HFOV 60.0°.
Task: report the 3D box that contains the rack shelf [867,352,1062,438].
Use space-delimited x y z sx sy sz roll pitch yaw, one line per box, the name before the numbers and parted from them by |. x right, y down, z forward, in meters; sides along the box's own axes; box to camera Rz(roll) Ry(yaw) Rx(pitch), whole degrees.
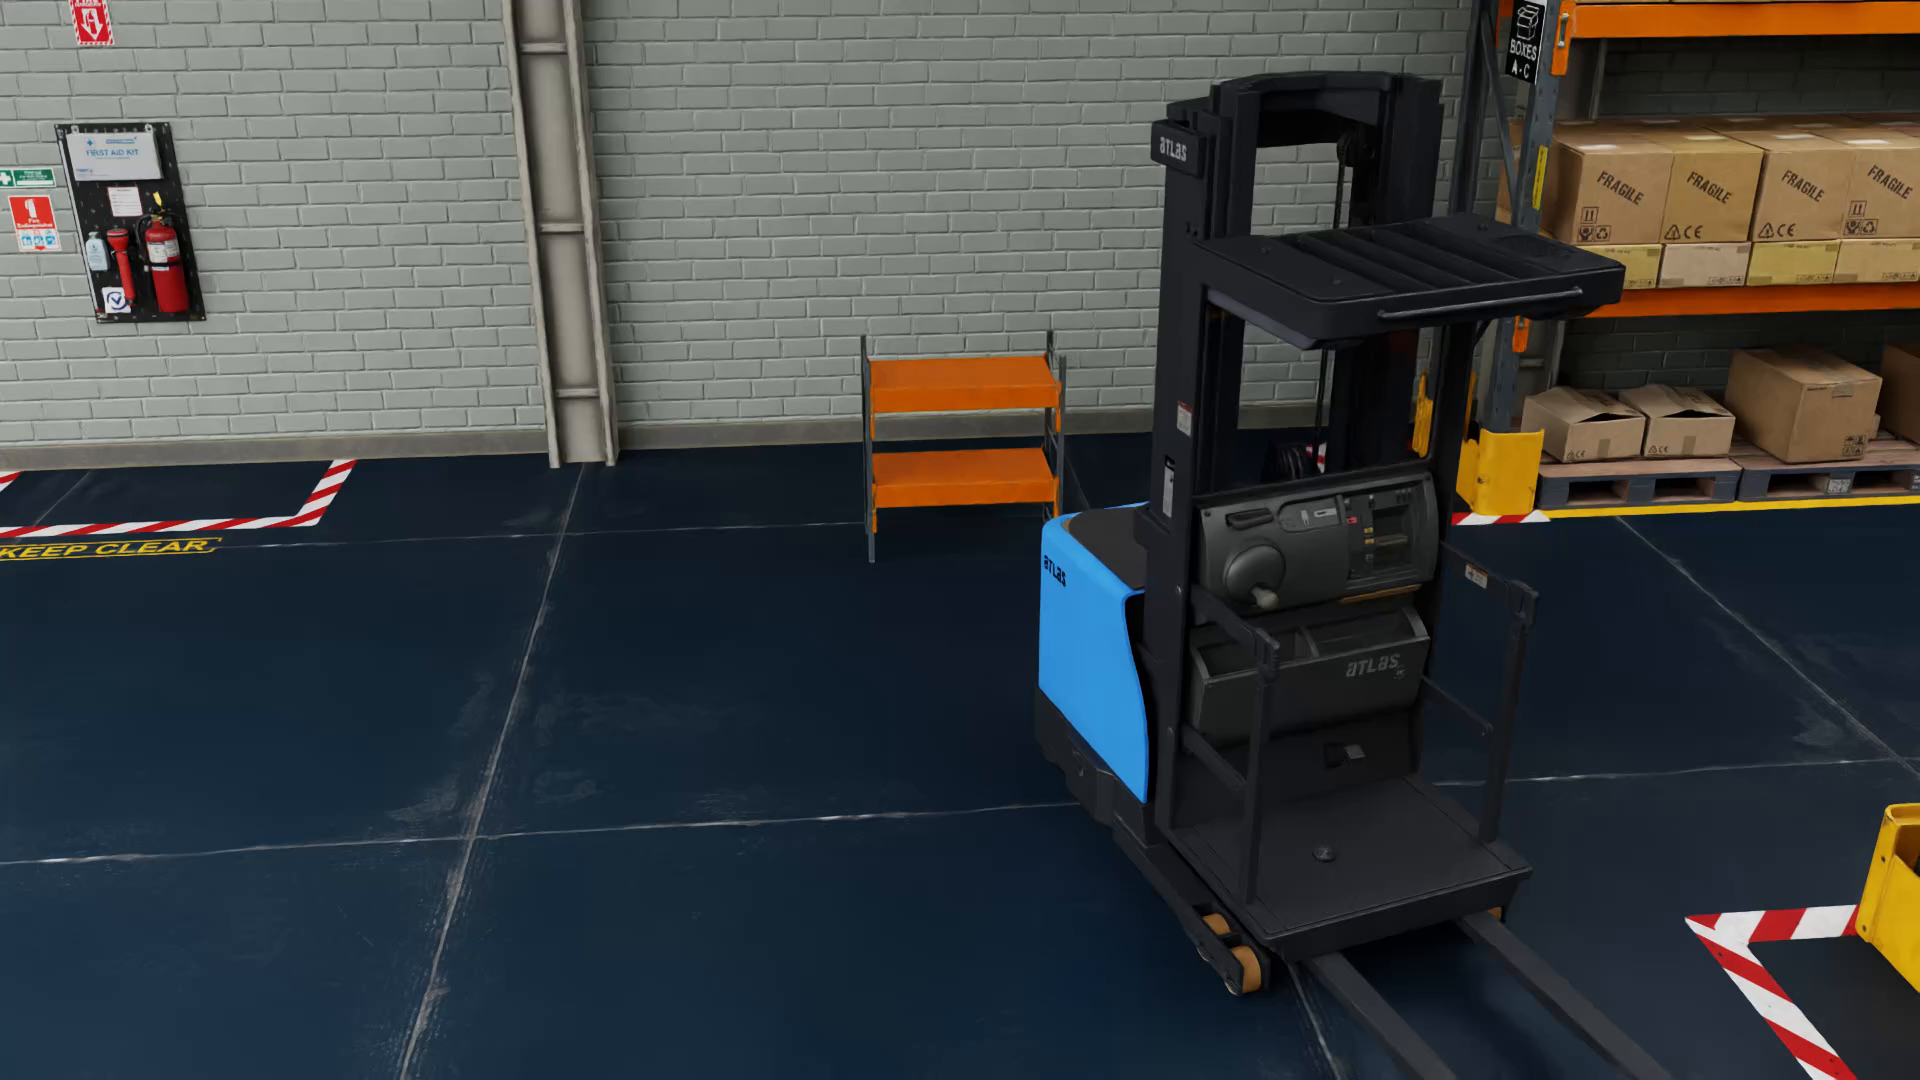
rack shelf | 0.007 -0.782 8.903 1.000 0.278 0.538 -2 24 -5

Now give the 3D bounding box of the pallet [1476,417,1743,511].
pallet | 3.904 -0.492 10.097 1.213 0.211 1.003 -2 24 -5

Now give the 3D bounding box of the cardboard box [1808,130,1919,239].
cardboard box | 5.041 -1.985 9.260 0.500 0.500 0.500 -2 24 -3

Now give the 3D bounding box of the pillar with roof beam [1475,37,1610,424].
pillar with roof beam | 4.051 -3.124 5.200 0.400 9.000 9.100 -2 24 -5

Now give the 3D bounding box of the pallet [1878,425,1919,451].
pallet | 6.332 -0.590 10.317 1.213 0.211 1.003 -2 24 -5

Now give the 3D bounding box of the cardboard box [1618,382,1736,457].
cardboard box | 4.281 -0.732 9.972 0.500 0.311 0.500 0 24 -1

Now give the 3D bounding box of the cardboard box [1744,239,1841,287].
cardboard box | 4.556 -1.621 9.365 0.500 0.250 0.500 -3 24 -6

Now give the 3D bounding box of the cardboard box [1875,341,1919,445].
cardboard box | 5.968 -0.906 10.131 0.500 0.500 0.500 -4 24 -9

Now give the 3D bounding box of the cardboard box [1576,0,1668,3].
cardboard box | 3.374 -3.083 8.652 0.500 0.500 0.500 -2 24 -4

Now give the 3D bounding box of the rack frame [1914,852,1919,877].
rack frame | 3.507 0.257 4.979 0.127 3.000 1.000 -2 24 -5

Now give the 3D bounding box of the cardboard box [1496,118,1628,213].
cardboard box | 3.465 -2.133 9.593 0.500 0.500 0.500 -3 24 -6

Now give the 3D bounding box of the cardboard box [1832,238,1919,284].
cardboard box | 5.059 -1.641 9.408 0.500 0.250 0.500 -2 24 -5

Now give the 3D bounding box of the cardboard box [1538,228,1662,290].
cardboard box | 3.533 -1.577 9.265 0.500 0.250 0.500 -3 24 -7

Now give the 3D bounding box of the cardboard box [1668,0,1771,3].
cardboard box | 3.912 -3.090 8.668 0.500 0.500 0.500 -1 24 -2

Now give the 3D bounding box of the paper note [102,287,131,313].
paper note | -4.989 -1.418 9.833 0.142 0.148 0.016 -2 24 -5

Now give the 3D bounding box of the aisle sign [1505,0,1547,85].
aisle sign | 2.974 -2.809 8.676 0.004 0.787 0.394 -2 24 -5

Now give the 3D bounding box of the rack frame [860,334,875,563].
rack frame | -0.499 -0.494 8.976 0.032 1.125 0.500 -2 24 -5

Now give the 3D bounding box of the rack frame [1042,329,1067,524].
rack frame | 0.513 -0.535 9.068 0.032 1.125 0.500 -2 24 -5

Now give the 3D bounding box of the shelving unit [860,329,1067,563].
shelving unit | 0.007 -0.514 9.022 1.048 1.125 0.538 -2 24 -5

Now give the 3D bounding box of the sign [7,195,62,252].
sign | -5.366 -1.836 9.644 0.234 0.329 0.001 -2 24 -5

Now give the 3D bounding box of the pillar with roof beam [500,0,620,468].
pillar with roof beam | -1.920 -2.885 4.661 0.400 9.000 9.100 -2 24 -5

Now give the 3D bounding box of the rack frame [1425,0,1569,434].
rack frame | 3.016 -1.745 9.483 0.127 3.000 1.000 -2 24 -5

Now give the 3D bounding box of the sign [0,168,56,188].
sign | -5.361 -2.075 9.528 0.331 0.109 0.001 -2 24 -5

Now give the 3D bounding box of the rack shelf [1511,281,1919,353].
rack shelf | 5.007 -1.496 9.809 4.000 0.370 1.077 -2 24 -5

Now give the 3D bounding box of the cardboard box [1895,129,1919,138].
cardboard box | 5.559 -2.006 9.308 0.500 0.500 0.500 -3 24 -7

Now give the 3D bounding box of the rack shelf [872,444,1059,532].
rack shelf | 0.007 -0.291 9.121 1.000 0.278 0.538 -2 24 -5

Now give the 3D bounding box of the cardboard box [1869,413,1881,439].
cardboard box | 5.403 -0.747 10.207 0.250 0.149 0.380 -4 24 -9

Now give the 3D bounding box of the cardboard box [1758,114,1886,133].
cardboard box | 4.982 -2.192 9.725 0.500 0.500 0.500 -2 24 -4

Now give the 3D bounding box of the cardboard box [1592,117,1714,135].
cardboard box | 3.967 -2.149 9.629 0.500 0.500 0.500 -2 24 -4

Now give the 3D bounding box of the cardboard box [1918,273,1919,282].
cardboard box | 5.560 -1.661 9.454 0.500 0.250 0.500 -2 24 -5

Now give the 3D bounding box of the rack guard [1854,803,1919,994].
rack guard | 3.483 1.400 5.485 0.348 0.500 1.175 -2 24 -5

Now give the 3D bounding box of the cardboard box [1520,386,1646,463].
cardboard box | 3.714 -0.709 9.920 0.500 0.311 0.500 -5 24 -11

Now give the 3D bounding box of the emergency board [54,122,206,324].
emergency board | -4.806 -1.800 9.607 0.643 1.169 0.194 -2 24 -5

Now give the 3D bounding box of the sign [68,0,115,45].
sign | -4.824 -2.899 9.226 0.199 0.298 0.001 -2 24 -5

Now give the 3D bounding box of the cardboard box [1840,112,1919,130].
cardboard box | 5.497 -2.217 9.782 0.500 0.500 0.500 -2 24 -4

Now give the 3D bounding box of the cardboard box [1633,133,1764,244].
cardboard box | 4.014 -1.942 9.162 0.500 0.500 0.500 -2 24 -5

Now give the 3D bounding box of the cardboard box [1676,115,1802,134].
cardboard box | 4.481 -2.172 9.680 0.500 0.500 0.500 -3 24 -7

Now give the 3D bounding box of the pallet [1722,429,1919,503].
pallet | 5.115 -0.540 10.204 1.213 0.211 1.003 -2 24 -5

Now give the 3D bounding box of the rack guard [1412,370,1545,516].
rack guard | 3.092 -0.606 9.998 0.348 0.500 1.175 -2 24 -5

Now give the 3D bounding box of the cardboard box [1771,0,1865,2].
cardboard box | 4.428 -3.112 8.719 0.500 0.500 0.500 -1 24 -3

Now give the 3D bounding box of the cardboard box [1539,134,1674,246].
cardboard box | 3.521 -1.926 9.127 0.500 0.500 0.500 -2 24 -5

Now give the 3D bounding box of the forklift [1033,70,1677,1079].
forklift | 1.329 0.033 5.567 1.130 2.935 3.031 -9 26 -20

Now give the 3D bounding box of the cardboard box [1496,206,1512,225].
cardboard box | 3.463 -1.783 9.728 0.500 0.250 0.500 -2 24 -4

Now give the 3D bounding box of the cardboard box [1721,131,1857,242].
cardboard box | 4.529 -1.960 9.203 0.500 0.500 0.500 -3 24 -7

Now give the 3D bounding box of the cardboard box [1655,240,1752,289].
cardboard box | 4.049 -1.603 9.325 0.500 0.250 0.500 -3 24 -7

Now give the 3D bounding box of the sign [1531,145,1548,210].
sign | 3.070 -1.922 8.814 0.005 0.325 0.100 -2 24 -5

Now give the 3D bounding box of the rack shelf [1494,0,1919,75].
rack shelf | 5.007 -2.867 9.200 4.000 0.370 1.077 -2 24 -5

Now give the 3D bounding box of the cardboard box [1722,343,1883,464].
cardboard box | 5.016 -0.827 9.954 0.500 0.500 0.700 -4 24 -8
